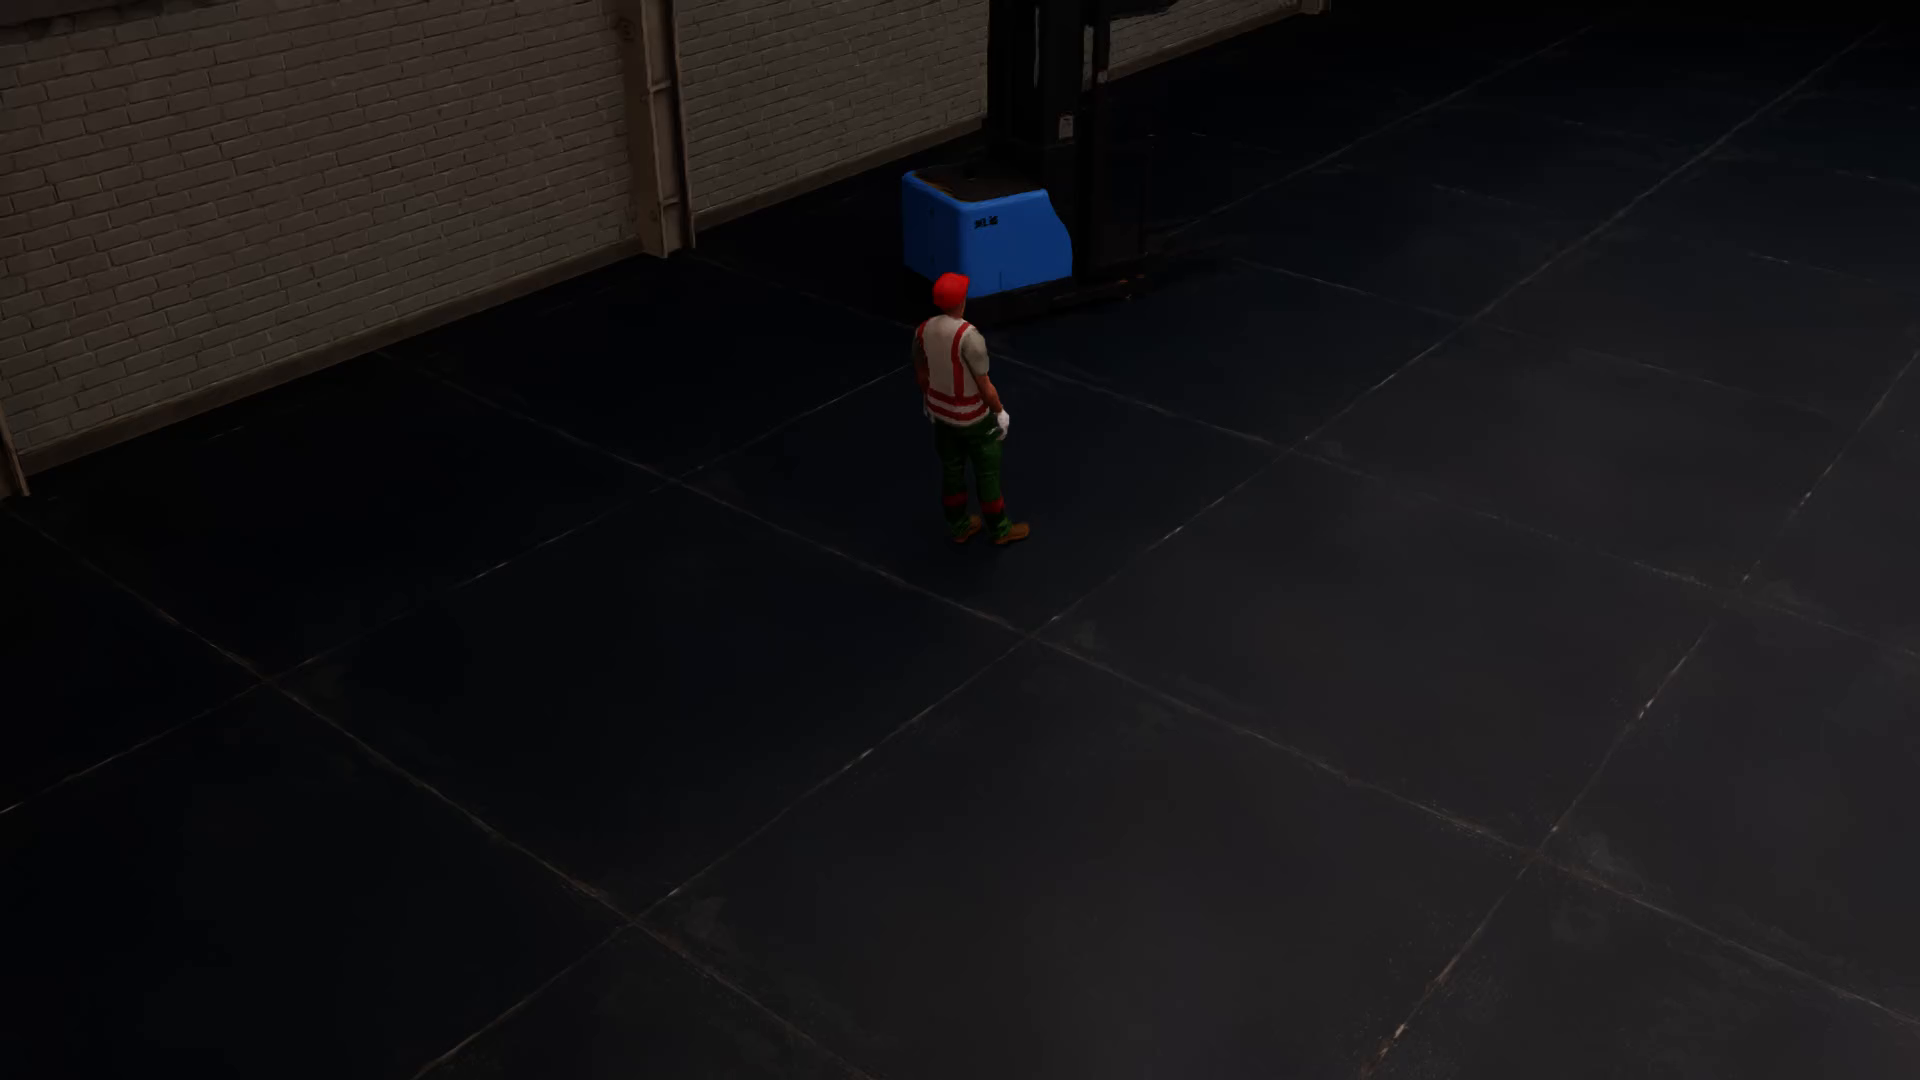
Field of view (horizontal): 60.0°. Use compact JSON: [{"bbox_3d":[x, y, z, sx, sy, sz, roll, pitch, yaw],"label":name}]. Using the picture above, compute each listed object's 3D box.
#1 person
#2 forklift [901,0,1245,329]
[{"bbox_3d":[0.059,-0.806,10.093,0.637,1.787,0.563,22,37,33],"label":"person"},{"bbox_3d":[1.039,-3.496,13.577,3.031,2.935,1.130,-17,34,-26],"label":"forklift"}]
